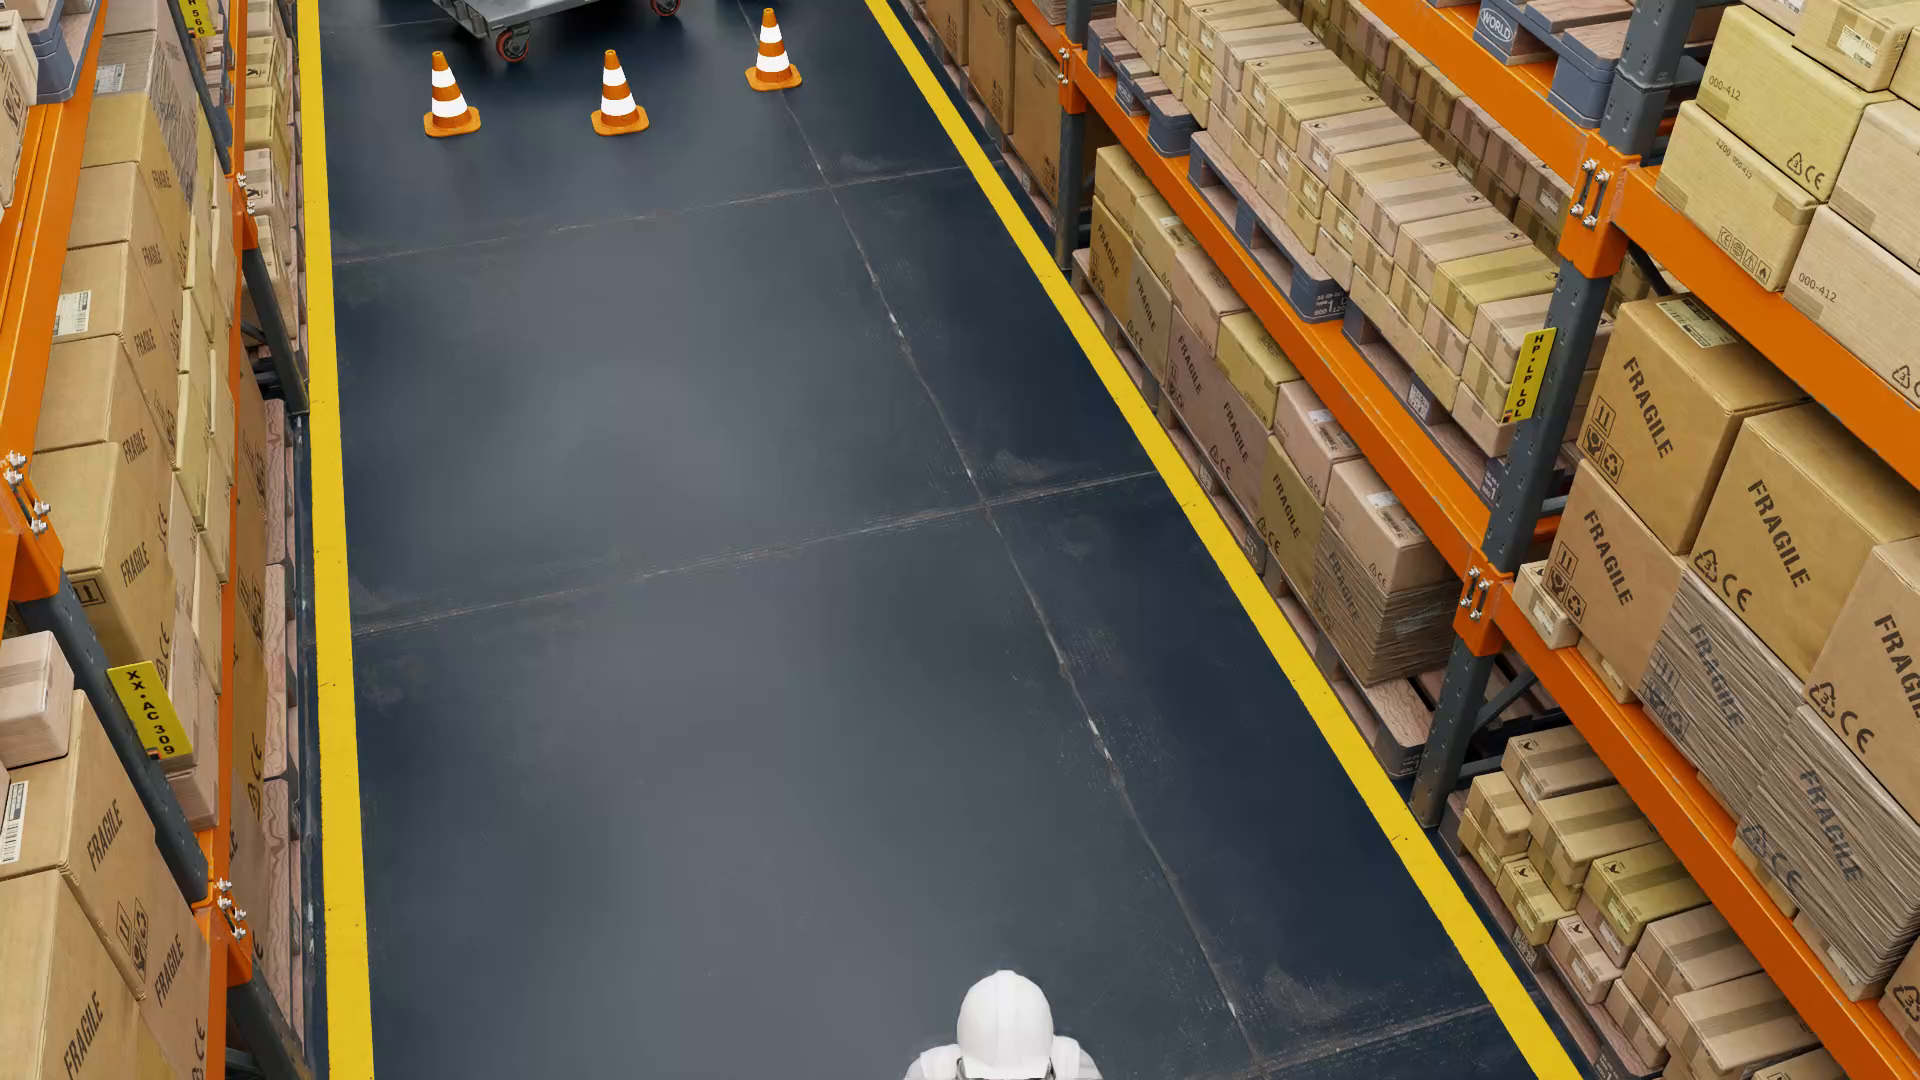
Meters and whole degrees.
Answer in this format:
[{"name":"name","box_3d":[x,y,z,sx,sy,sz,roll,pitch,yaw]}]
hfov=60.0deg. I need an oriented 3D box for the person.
[{"name":"person","box_3d":[0.087,1.670,4.265,0.549,1.750,0.744,-3,42,-4]}]
